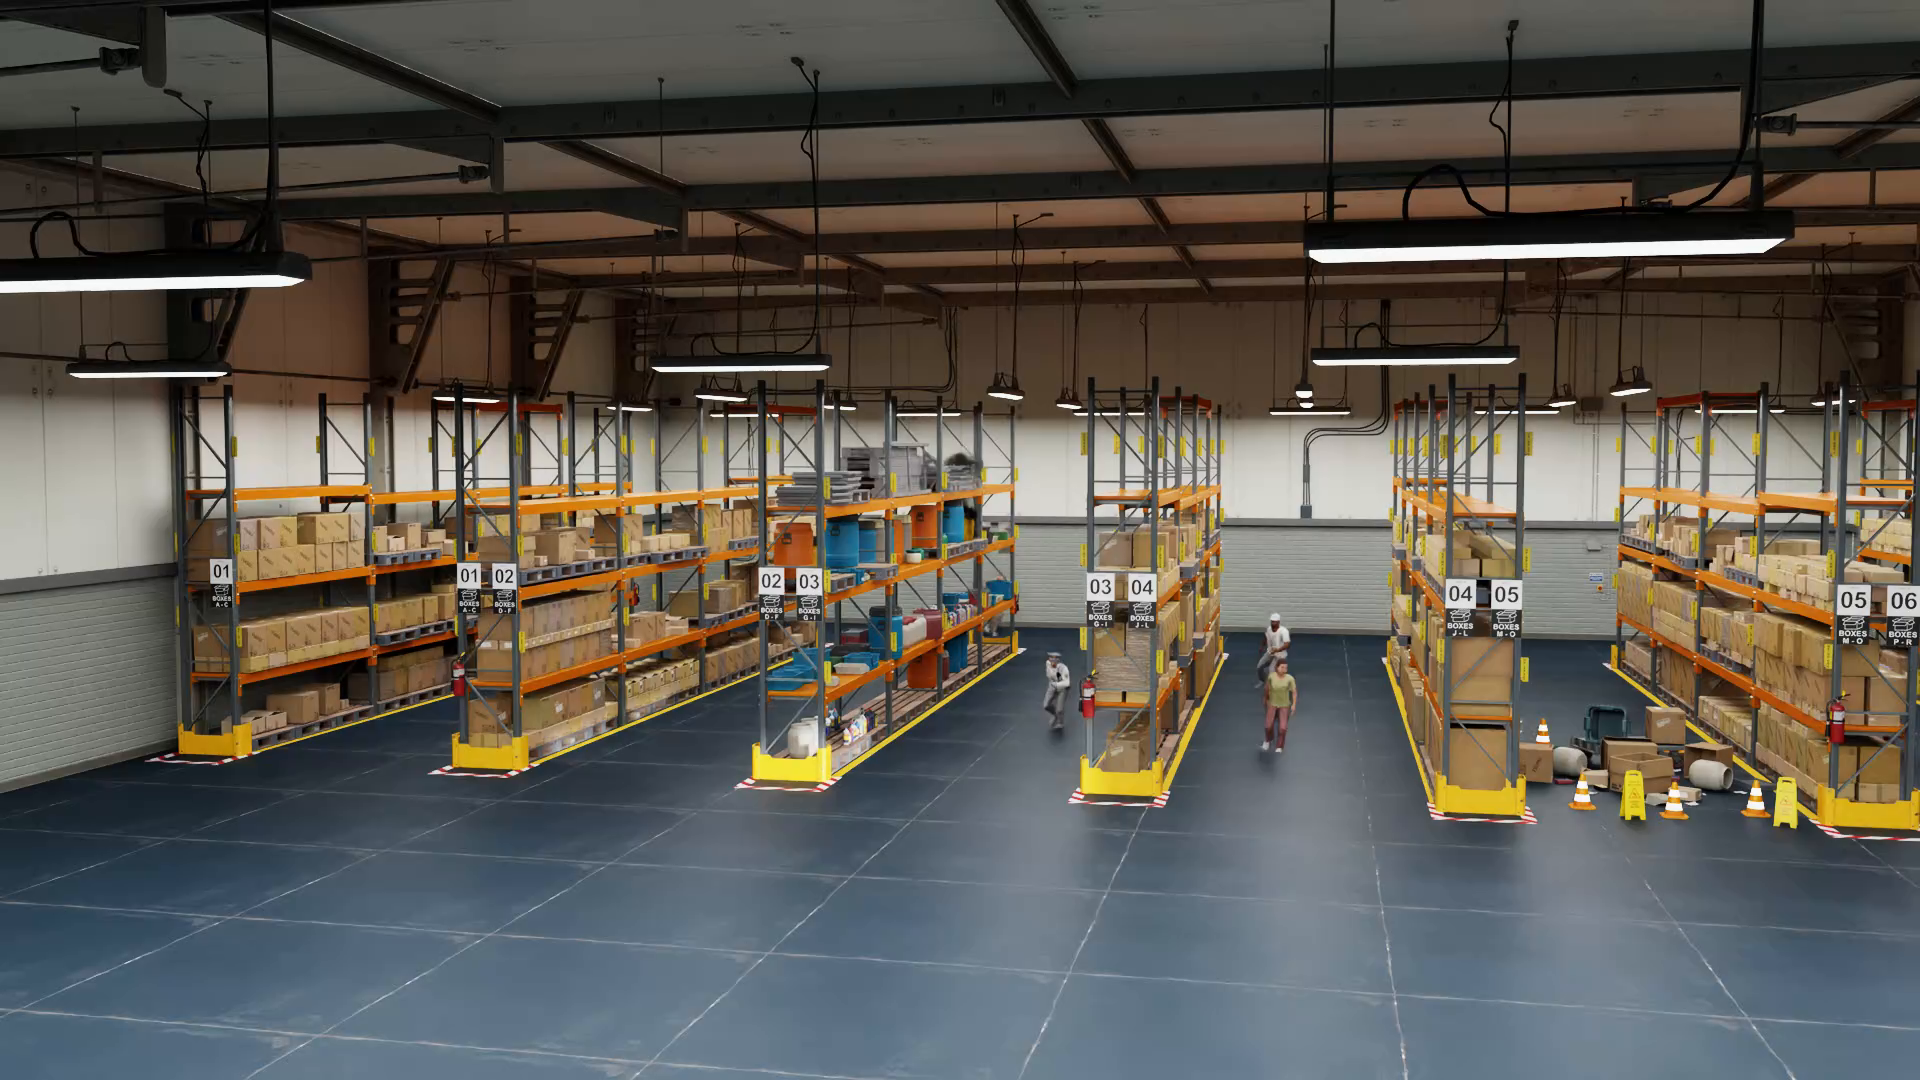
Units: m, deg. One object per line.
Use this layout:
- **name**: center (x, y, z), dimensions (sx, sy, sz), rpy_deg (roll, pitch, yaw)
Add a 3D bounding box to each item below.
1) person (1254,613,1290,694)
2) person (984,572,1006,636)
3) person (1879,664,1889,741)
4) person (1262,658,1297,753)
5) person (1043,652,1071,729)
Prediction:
- **person**: center (6.285, 2.311, 33.574), dimensions (0.601, 1.683, 0.908), rpy_deg (-3, 4, -40)
- **person**: center (0.990, 1.698, 44.032), dimensions (0.678, 1.708, 0.568), rpy_deg (-3, 4, -42)
- **person**: center (15.245, 2.630, 27.792), dimensions (0.608, 1.613, 0.861), rpy_deg (1, 3, 9)
- **person**: center (5.185, 2.685, 26.979), dimensions (0.562, 1.579, 0.602), rpy_deg (1, 3, 12)
- **person**: center (1.698, 2.646, 29.148), dimensions (0.623, 1.422, 0.944), rpy_deg (2, 4, 28)
